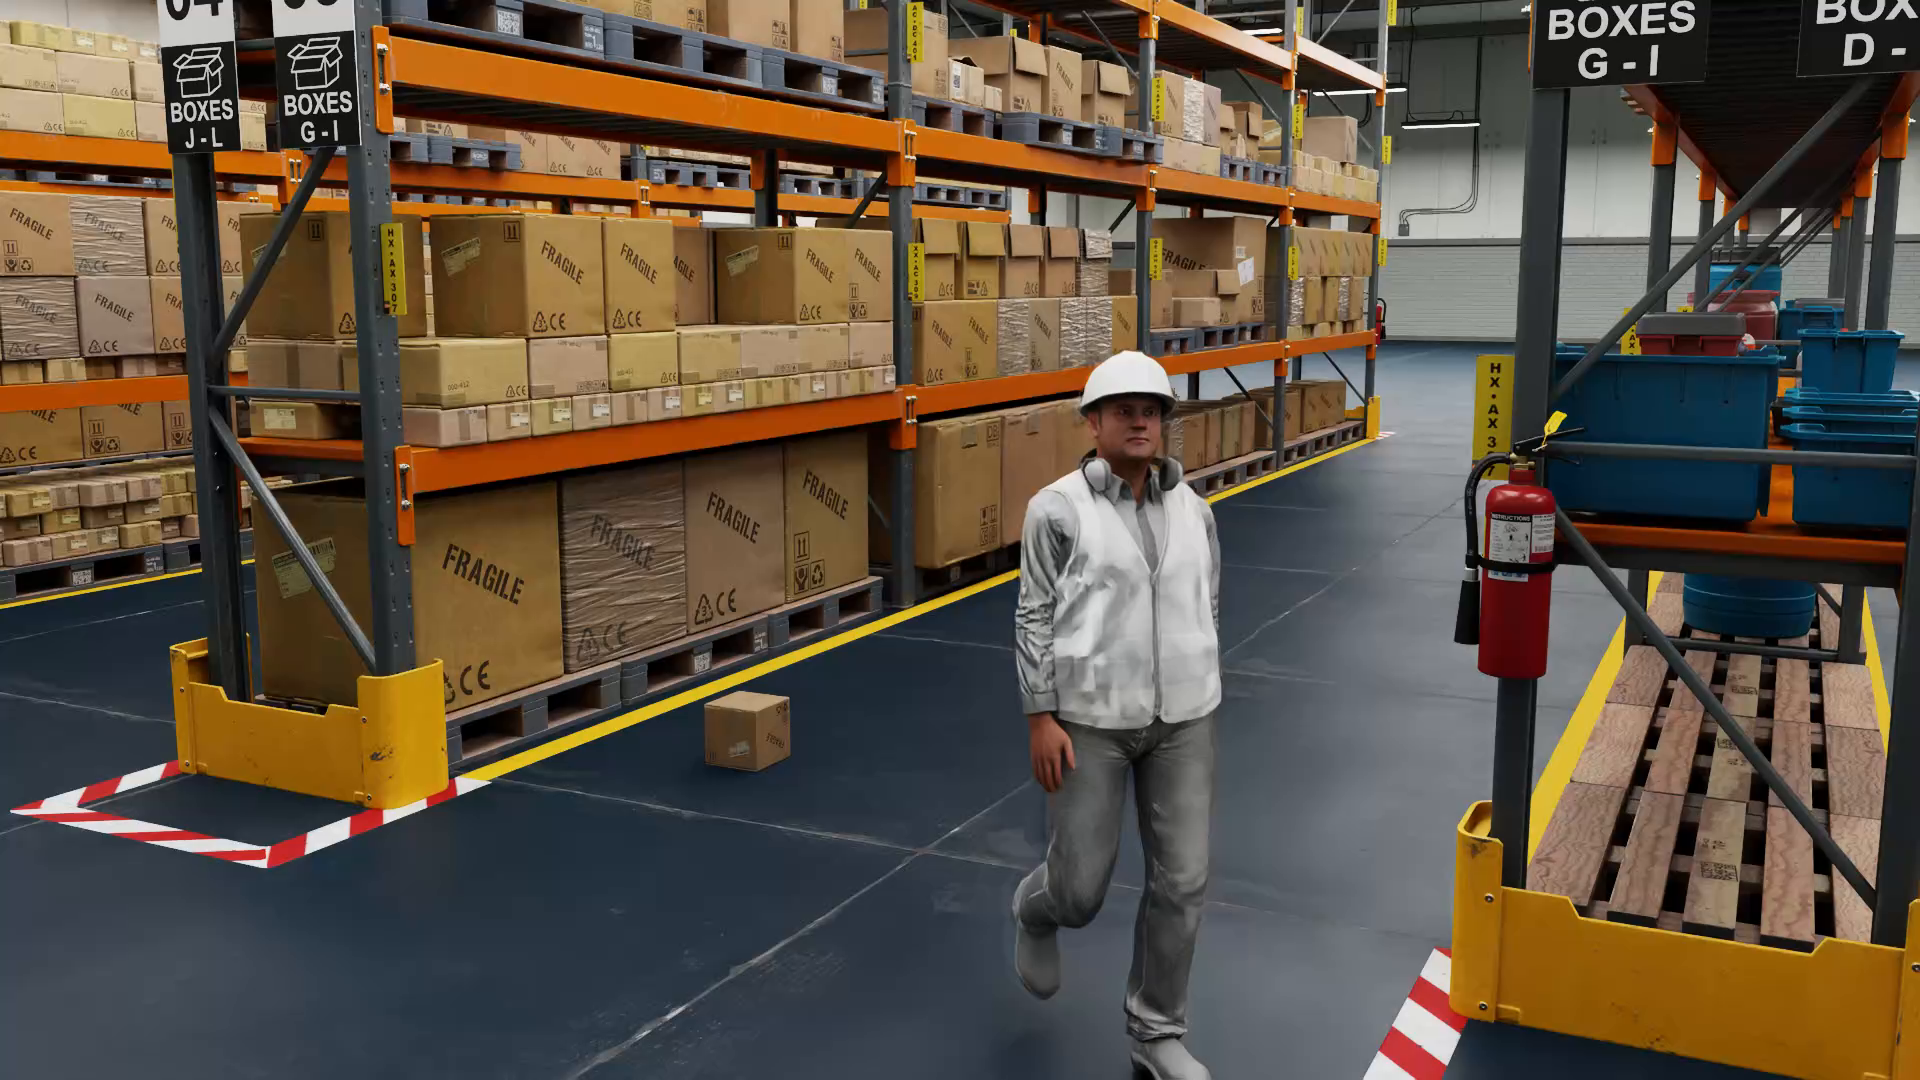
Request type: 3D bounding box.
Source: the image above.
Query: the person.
[{"bbox_3d":[0.394,0.418,4.080,0.546,1.745,0.724,-3,9,-16],"label":"person"}]
